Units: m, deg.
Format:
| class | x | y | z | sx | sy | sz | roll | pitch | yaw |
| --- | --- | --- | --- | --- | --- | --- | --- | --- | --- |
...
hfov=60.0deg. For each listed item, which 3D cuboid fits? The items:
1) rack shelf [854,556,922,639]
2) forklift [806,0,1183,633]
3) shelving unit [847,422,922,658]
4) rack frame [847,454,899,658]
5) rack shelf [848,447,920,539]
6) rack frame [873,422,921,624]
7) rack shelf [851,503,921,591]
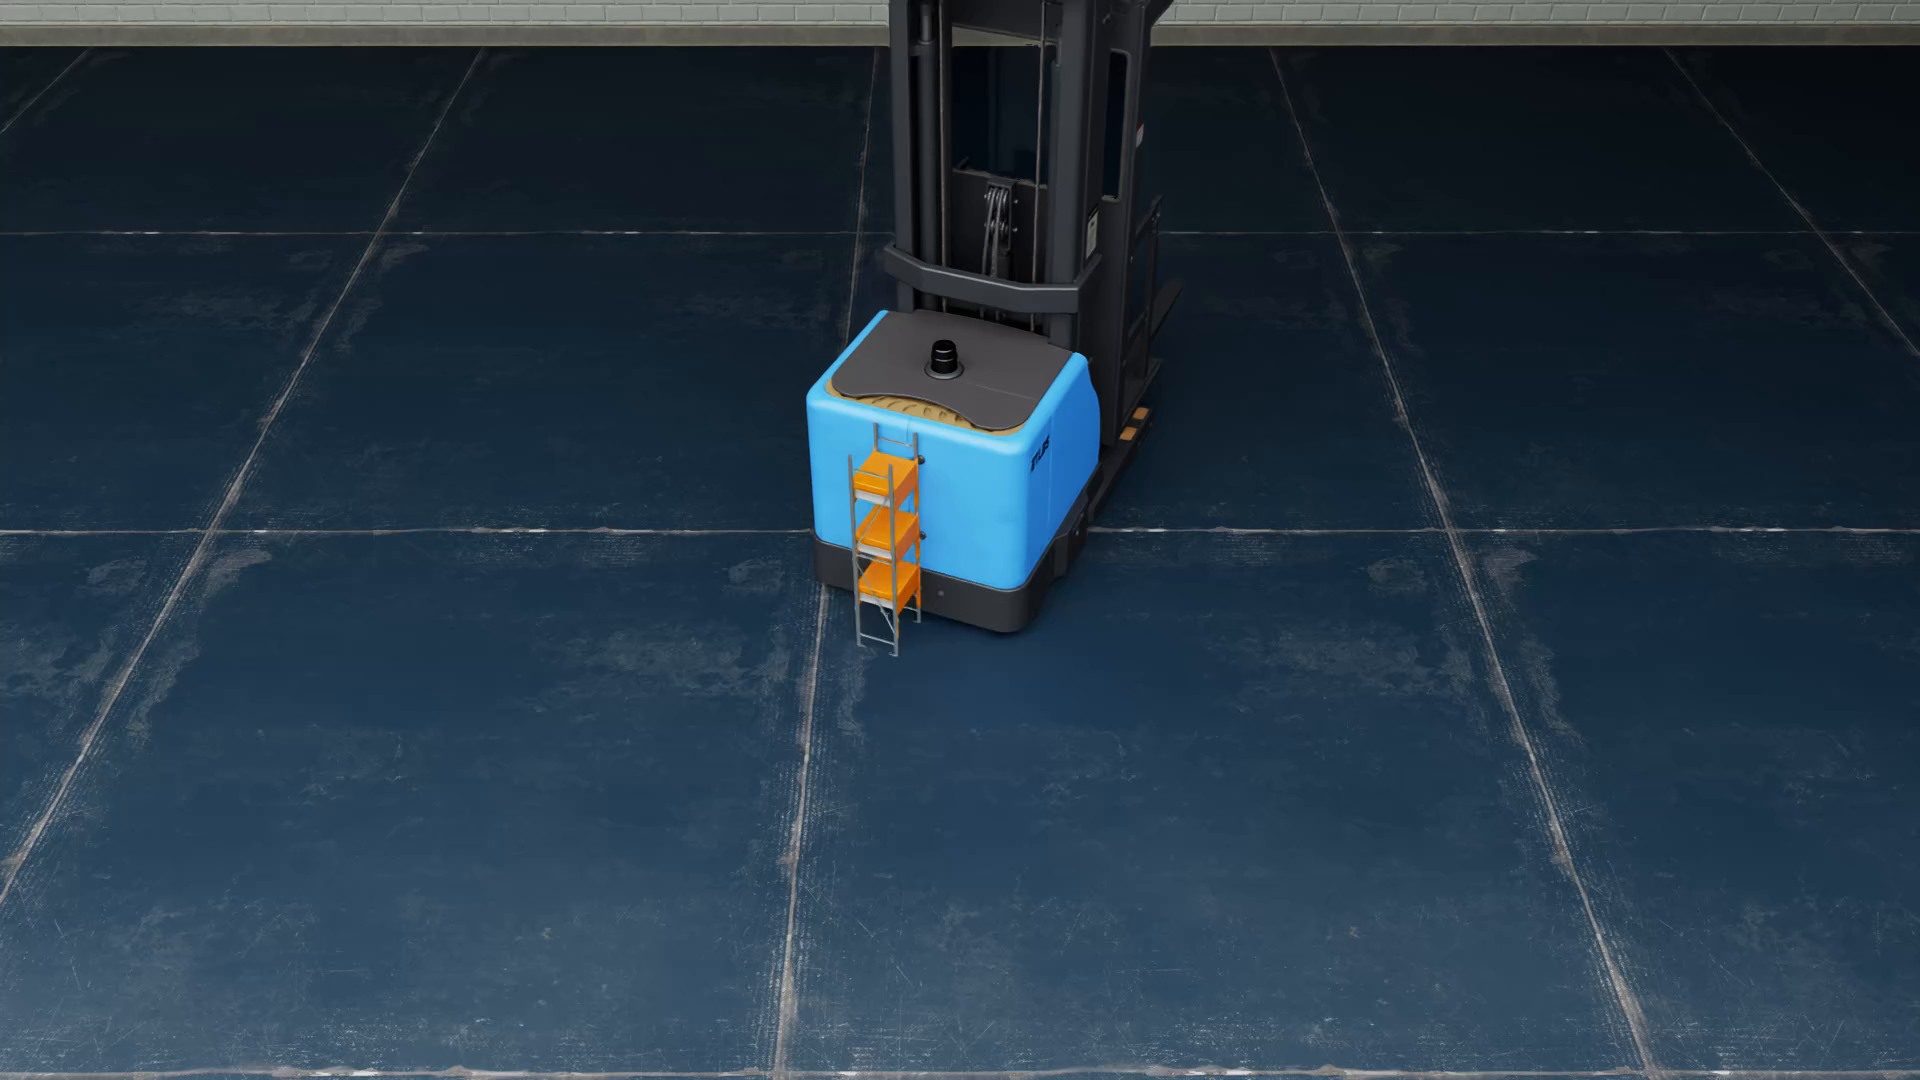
| class | x | y | z | sx | sy | sz | roll | pitch | yaw |
| --- | --- | --- | --- | --- | --- | --- | --- | --- | --- |
| rack shelf | -0.316 | 0.239 | 7.319 | 0.215 | 0.259 | 0.240 | 15 | 41 | 18 |
| forklift | 0.368 | -1.655 | 7.717 | 1.130 | 2.935 | 3.031 | 15 | 41 | 18 |
| shelving unit | -0.316 | 0.014 | 7.138 | 0.215 | 1.050 | 0.252 | 15 | 41 | 18 |
| rack frame | -0.364 | 0.085 | 7.050 | 0.200 | 1.050 | 0.008 | 15 | 41 | 18 |
| rack shelf | -0.316 | -0.199 | 6.967 | 0.215 | 0.259 | 0.240 | 15 | 41 | 18 |
| rack frame | -0.269 | -0.056 | 7.226 | 0.200 | 1.050 | 0.008 | 15 | 41 | 18 |
| rack shelf | -0.316 | 0.023 | 7.145 | 0.215 | 0.259 | 0.240 | 15 | 41 | 18 |
